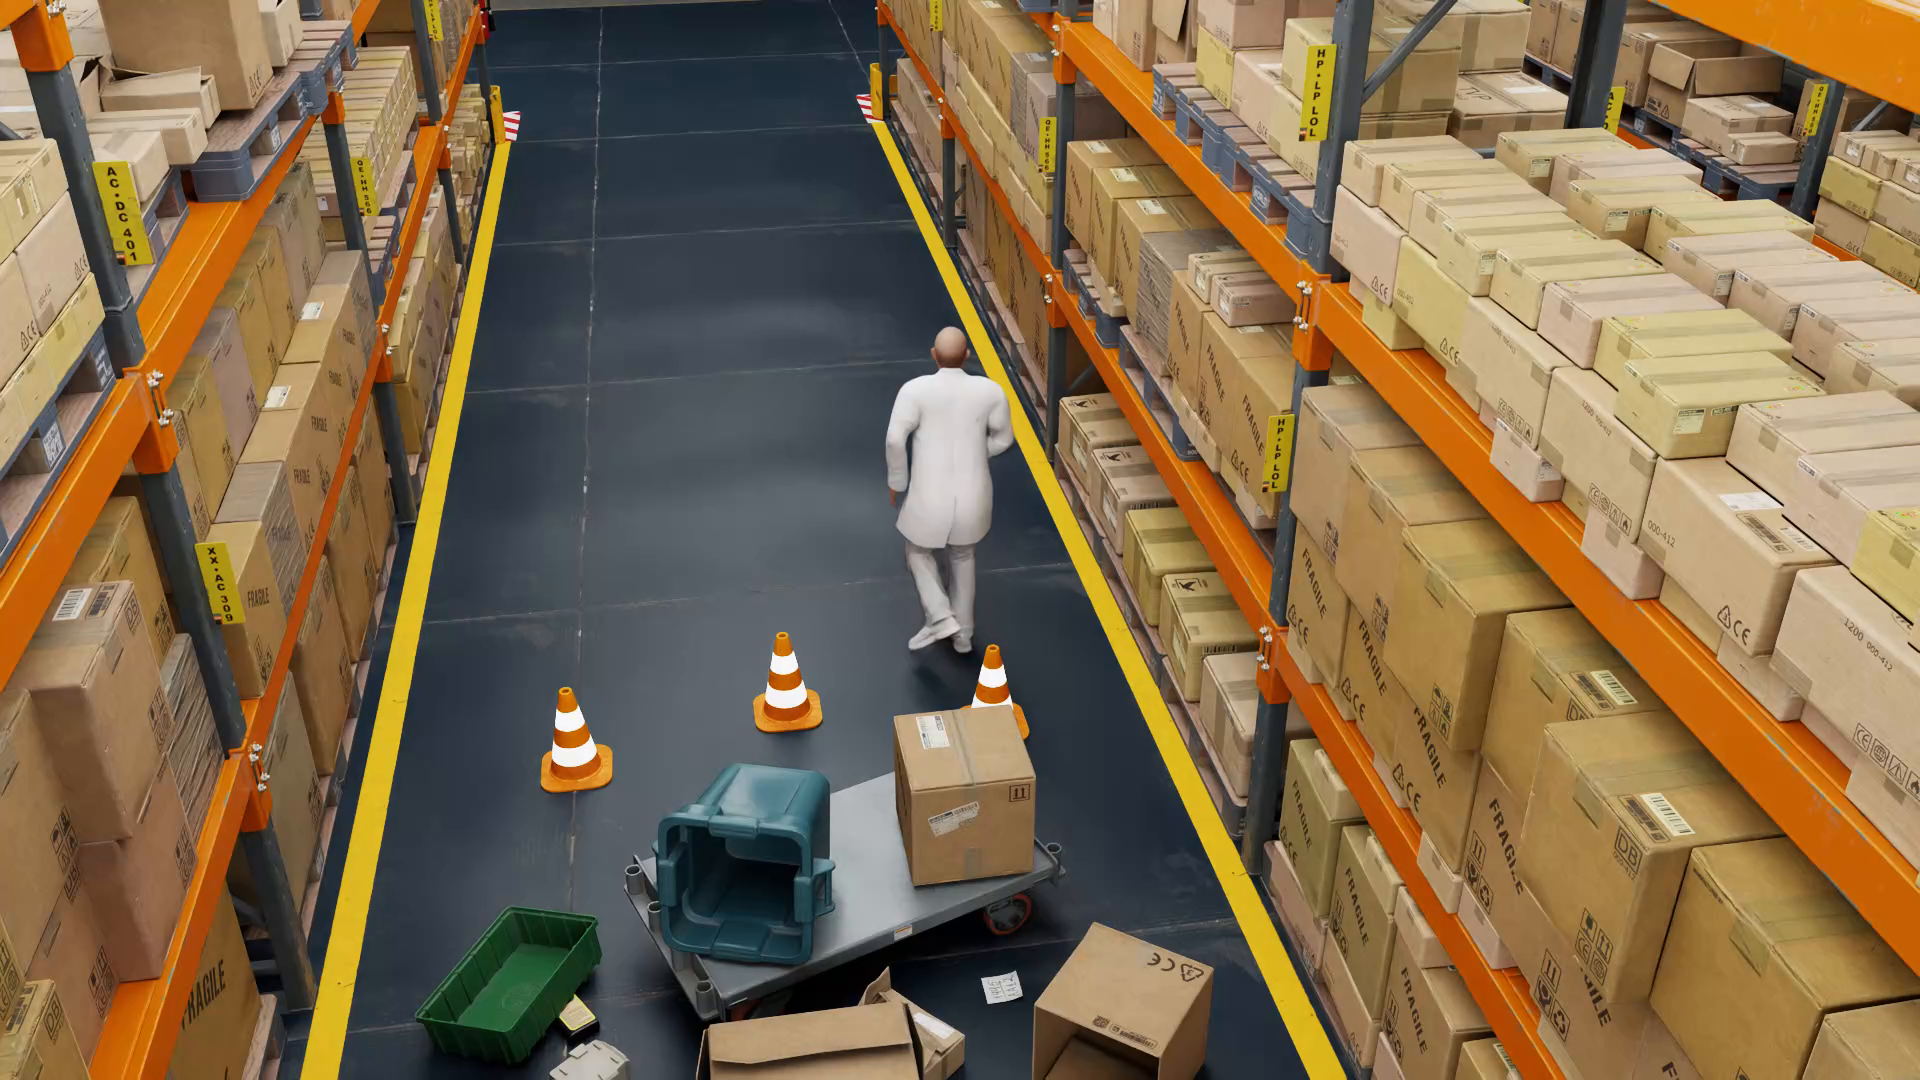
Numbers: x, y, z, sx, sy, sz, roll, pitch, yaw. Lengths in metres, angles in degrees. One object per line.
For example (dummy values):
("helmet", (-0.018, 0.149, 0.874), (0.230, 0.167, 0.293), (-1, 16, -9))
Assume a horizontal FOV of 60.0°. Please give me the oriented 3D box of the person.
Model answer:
("person", (-0.039, -0.235, 8.645), (0.688, 1.672, 0.827), (-5, 31, -9))
